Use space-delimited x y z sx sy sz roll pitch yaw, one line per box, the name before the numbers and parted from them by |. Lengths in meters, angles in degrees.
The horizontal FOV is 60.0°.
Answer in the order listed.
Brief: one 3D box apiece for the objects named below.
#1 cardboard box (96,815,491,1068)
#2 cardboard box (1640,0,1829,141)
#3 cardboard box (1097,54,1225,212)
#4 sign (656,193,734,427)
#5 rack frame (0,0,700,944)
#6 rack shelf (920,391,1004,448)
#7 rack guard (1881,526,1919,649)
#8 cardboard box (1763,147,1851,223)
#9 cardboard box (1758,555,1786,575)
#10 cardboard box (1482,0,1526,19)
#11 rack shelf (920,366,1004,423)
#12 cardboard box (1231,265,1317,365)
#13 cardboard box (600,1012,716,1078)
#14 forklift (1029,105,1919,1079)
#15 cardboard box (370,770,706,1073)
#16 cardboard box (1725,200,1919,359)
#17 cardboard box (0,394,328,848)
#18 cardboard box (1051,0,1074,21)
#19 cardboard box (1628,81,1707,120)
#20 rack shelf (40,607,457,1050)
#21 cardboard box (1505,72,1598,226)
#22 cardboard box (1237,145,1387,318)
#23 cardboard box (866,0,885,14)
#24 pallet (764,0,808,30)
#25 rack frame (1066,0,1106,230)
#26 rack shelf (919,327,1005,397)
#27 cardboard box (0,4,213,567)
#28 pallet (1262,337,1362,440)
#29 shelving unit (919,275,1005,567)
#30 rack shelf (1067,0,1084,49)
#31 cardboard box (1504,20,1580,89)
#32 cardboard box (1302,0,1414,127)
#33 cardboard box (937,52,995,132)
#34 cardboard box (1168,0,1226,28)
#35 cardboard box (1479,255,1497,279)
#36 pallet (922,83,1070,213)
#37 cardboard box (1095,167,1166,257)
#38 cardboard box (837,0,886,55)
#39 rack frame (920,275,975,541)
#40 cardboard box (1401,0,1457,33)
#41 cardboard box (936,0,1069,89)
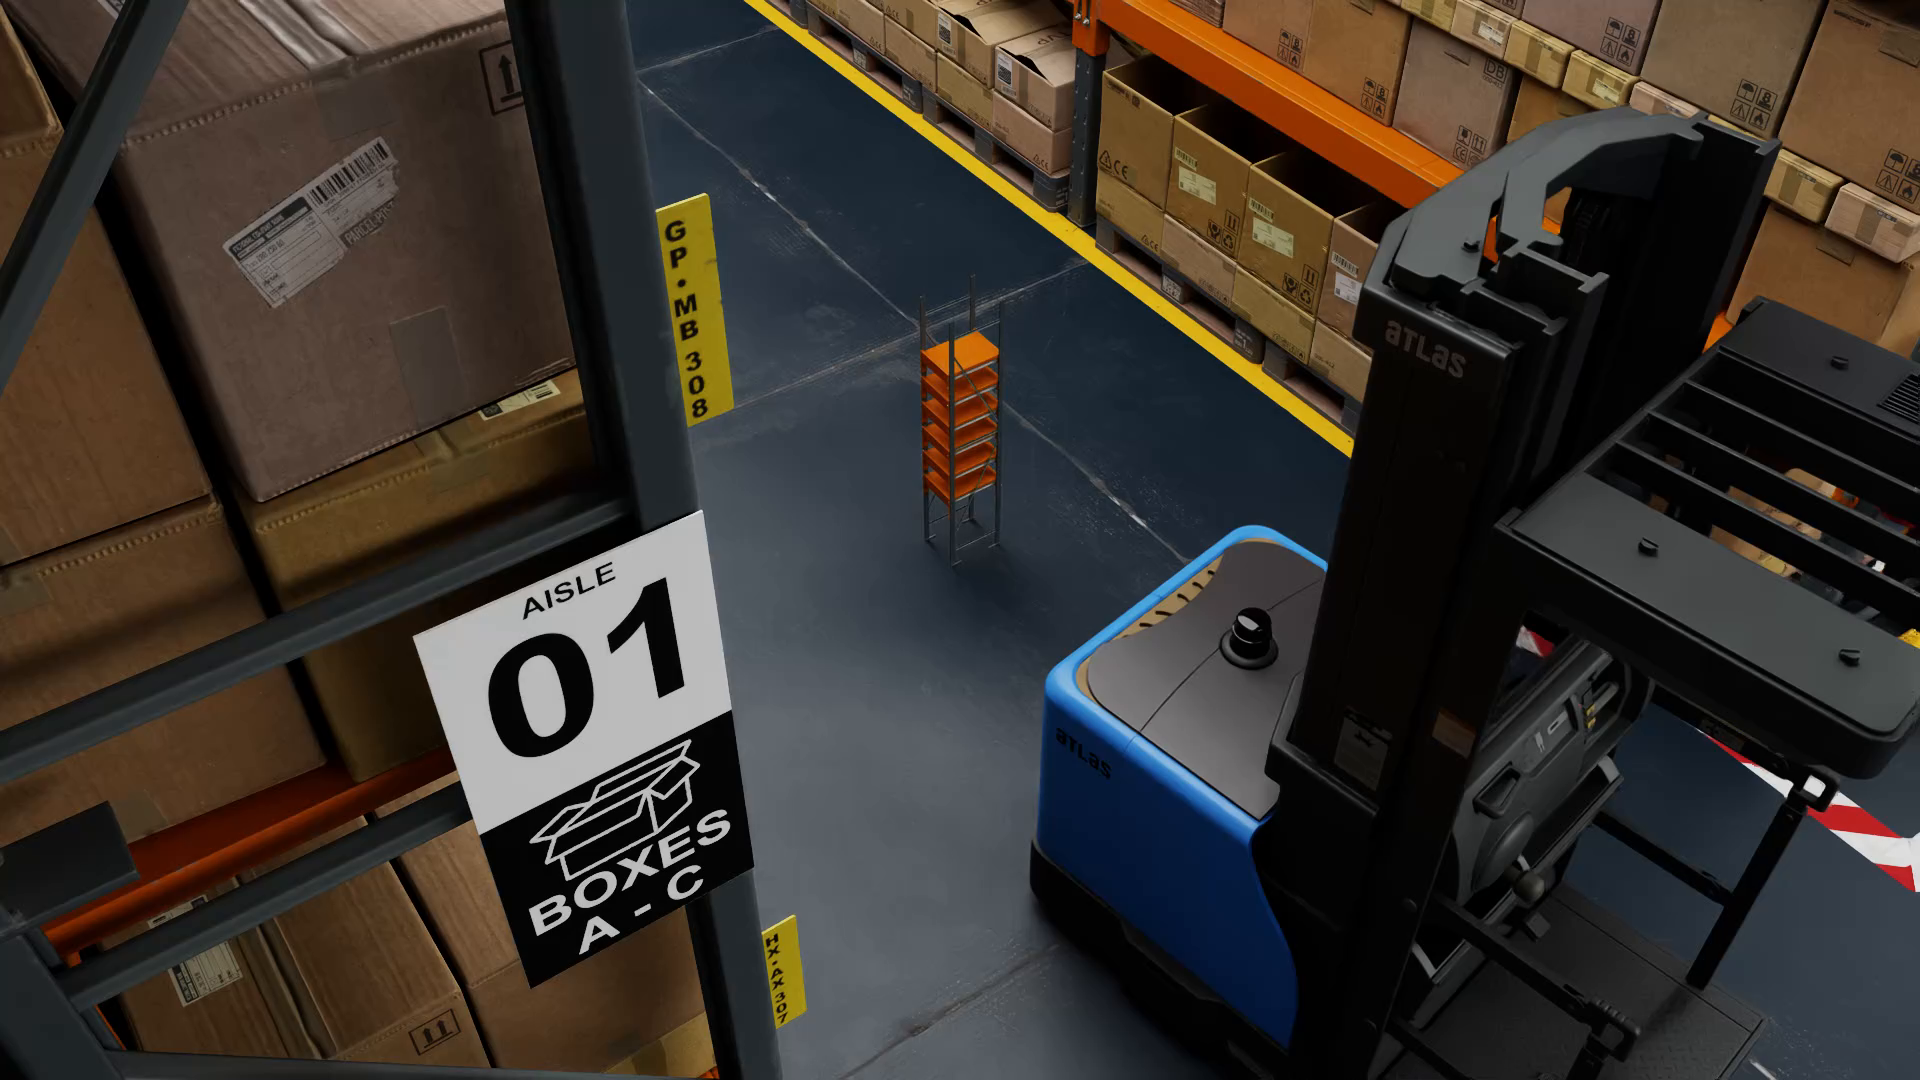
cardboard box | -1.228 0.935 3.149 0.500 0.500 0.500 -26 50 -25
cardboard box | 2.684 -1.717 5.364 0.700 0.500 0.500 -27 50 -25
cardboard box | 0.997 -1.924 7.737 0.500 0.500 0.500 -26 49 -24
sign | -0.339 -0.273 2.058 0.100 0.325 0.005 -26 49 -24
rack frame | -0.784 -0.827 1.100 1.000 3.000 0.127 -26 49 -24
rack shelf | 0.008 -0.480 6.275 0.258 0.103 0.180 -26 49 -24
rack guard | 3.290 0.301 6.072 1.175 0.500 0.348 -26 49 -24
cardboard box | 2.751 -1.176 5.268 0.380 0.149 0.250 -25 49 -23
cardboard box | 2.728 0.039 6.224 0.500 0.250 0.500 -26 49 -24
cardboard box | 2.109 -2.286 5.960 0.700 0.500 0.500 -26 49 -24
rack shelf | 0.008 -0.567 6.192 0.258 0.103 0.180 -26 49 -24
cardboard box | 1.569 -1.086 7.403 0.500 0.250 0.500 -26 49 -24
cardboard box | -0.803 0.988 3.637 0.500 0.250 0.500 -27 50 -26
forklift | 1.619 0.603 3.995 1.130 2.935 3.031 -34 53 -30
cardboard box | -0.811 0.729 3.365 0.500 0.500 0.500 -26 49 -24
cardboard box | 3.020 -0.922 5.471 0.700 0.500 0.500 -26 49 -24
cardboard box | -1.231 0.078 2.237 0.500 0.500 0.500 -22 48 -22
cardboard box | 0.674 -2.860 8.855 0.500 0.311 0.500 -26 50 -25
cardboard box | 2.462 -1.464 5.569 0.380 0.149 0.250 -25 49 -24
rack shelf | -1.928 -0.615 3.571 1.077 0.370 4.000 -26 49 -24
cardboard box | 2.436 -1.501 6.078 0.700 0.500 0.500 -25 49 -24
cardboard box | 1.569 -1.358 7.144 0.500 0.500 0.500 -26 49 -24
cardboard box | -0.349 -3.220 9.232 0.500 0.311 0.500 -26 50 -25
pallet | -0.861 -3.657 10.428 1.003 0.211 1.213 -26 49 -24
rack frame | 0.988 -2.882 7.597 1.000 3.000 0.127 -26 49 -24
rack shelf | 0.008 -0.654 6.109 0.258 0.103 0.180 -26 49 -24
cardboard box | -1.245 -0.288 1.897 0.500 0.500 0.500 -24 48 -23
pallet | 2.111 -0.715 7.346 1.003 0.211 1.213 -26 49 -24
shelving unit | 0.008 -0.426 6.327 0.258 1.200 0.189 -26 49 -24
rack shelf | -0.156 -3.754 9.031 1.077 0.370 4.000 -26 49 -24
cardboard box | 2.160 -1.761 5.880 0.380 0.149 0.250 -24 49 -23
cardboard box | 1.838 -2.087 6.692 0.700 0.500 0.500 -25 49 -24
cardboard box | 0.225 -2.447 8.828 0.500 0.250 0.500 -26 50 -25
cardboard box | 1.247 -2.669 7.301 0.700 0.500 0.500 -27 50 -25
cardboard box | 2.142 -0.792 6.551 0.500 0.500 0.500 -26 49 -24
pallet | 0.535 -2.275 8.980 1.003 0.211 1.213 -26 49 -24
cardboard box | 1.005 -1.657 8.000 0.500 0.250 0.500 -26 49 -24
cardboard box | -0.358 -3.025 9.434 0.500 0.250 0.500 -25 49 -24
rack frame | -0.044 -0.478 6.381 0.240 1.200 0.006 -26 49 -24
cardboard box | 1.872 -2.048 6.181 0.380 0.149 0.250 -26 49 -25
cardboard box | 0.219 -2.650 8.635 0.500 0.311 0.500 -24 49 -23
